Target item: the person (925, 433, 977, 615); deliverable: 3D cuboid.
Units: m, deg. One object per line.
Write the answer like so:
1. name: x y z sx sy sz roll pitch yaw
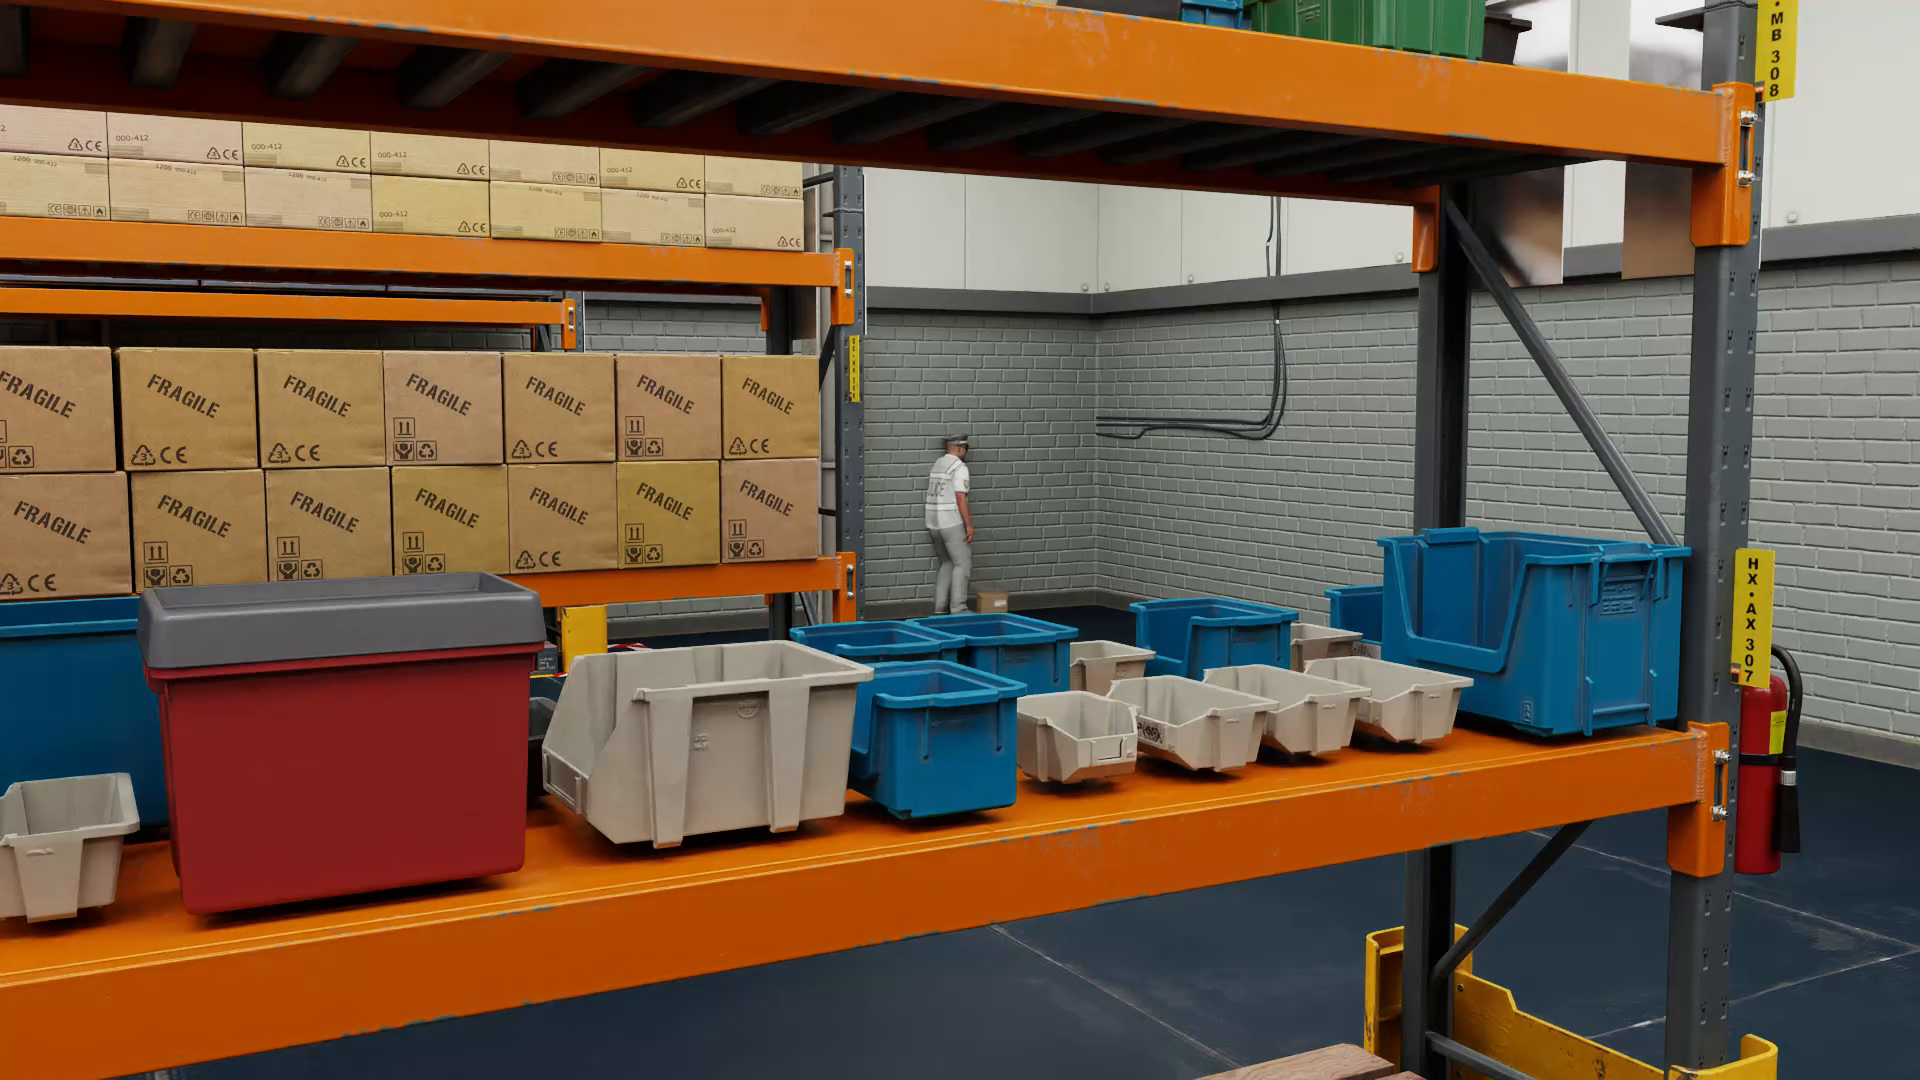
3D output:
1. person: -0.086 -0.135 15.756 0.440 1.747 0.601 -3 6 -32
